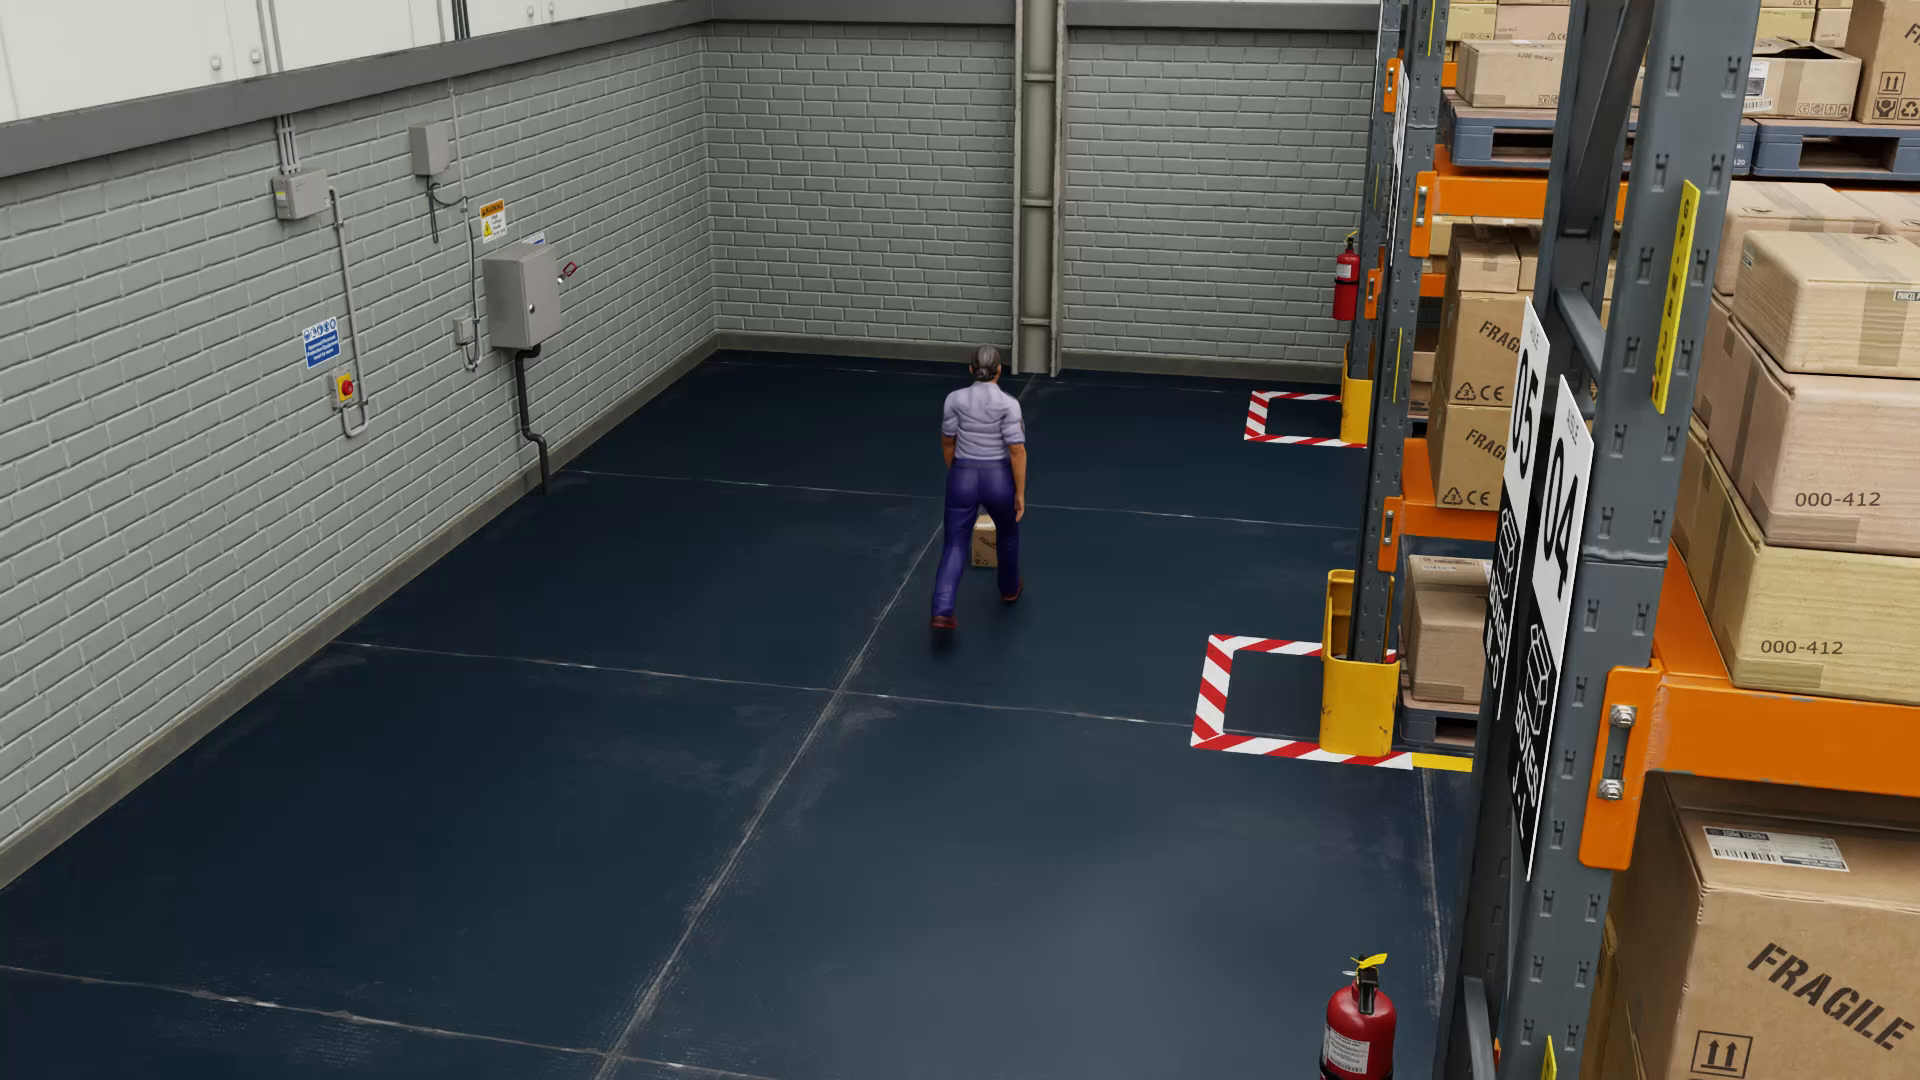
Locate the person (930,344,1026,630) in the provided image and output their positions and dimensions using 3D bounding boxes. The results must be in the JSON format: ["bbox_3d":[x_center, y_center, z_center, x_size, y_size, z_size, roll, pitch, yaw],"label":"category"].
[{"bbox_3d":[0.133,-0.311,9.402,0.497,1.601,0.988,3,22,9],"label":"person"}]
